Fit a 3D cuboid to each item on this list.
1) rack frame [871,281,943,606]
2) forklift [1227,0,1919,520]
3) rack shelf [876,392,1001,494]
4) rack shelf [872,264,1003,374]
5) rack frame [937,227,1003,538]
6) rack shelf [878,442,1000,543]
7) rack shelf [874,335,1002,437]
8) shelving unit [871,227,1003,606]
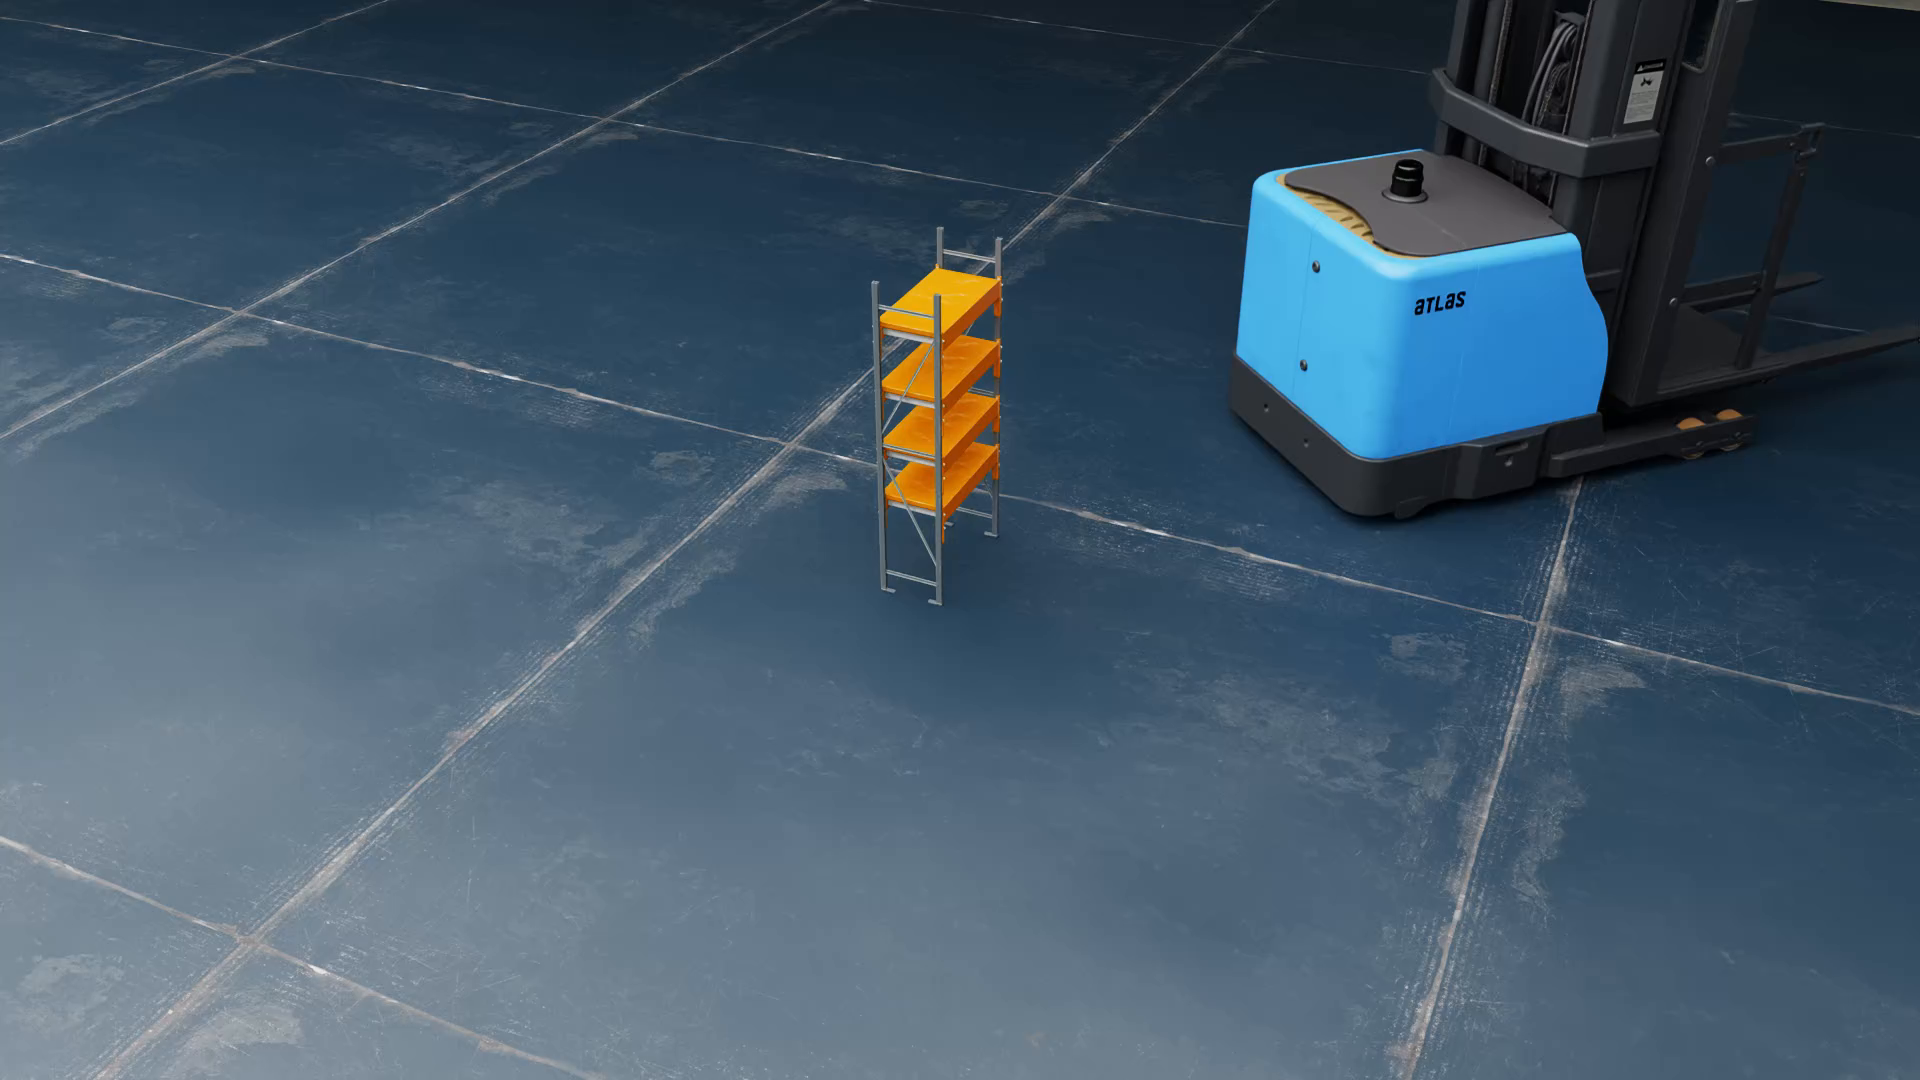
[{"bbox_3d":[-0.171,-0.298,5.610,0.240,1.200,0.015,14,36,20],"label":"rack frame"},{"bbox_3d":[2.695,-1.809,6.335,3.031,2.935,1.130,-12,35,-18],"label":"forklift"},{"bbox_3d":[-0.069,-0.363,5.832,0.258,0.148,0.480,14,36,20],"label":"rack shelf"},{"bbox_3d":[-0.069,-0.748,5.580,0.258,0.148,0.480,14,36,20],"label":"rack shelf"},{"bbox_3d":[0.033,-0.541,5.981,0.240,1.200,0.015,14,36,20],"label":"rack frame"},{"bbox_3d":[-0.069,-0.197,5.941,0.258,0.148,0.480,14,36,20],"label":"rack shelf"},{"bbox_3d":[-0.069,-0.550,5.709,0.258,0.148,0.480,14,36,20],"label":"rack shelf"},{"bbox_3d":[-0.069,-0.419,5.795,0.258,1.200,0.503,14,36,20],"label":"shelving unit"}]
